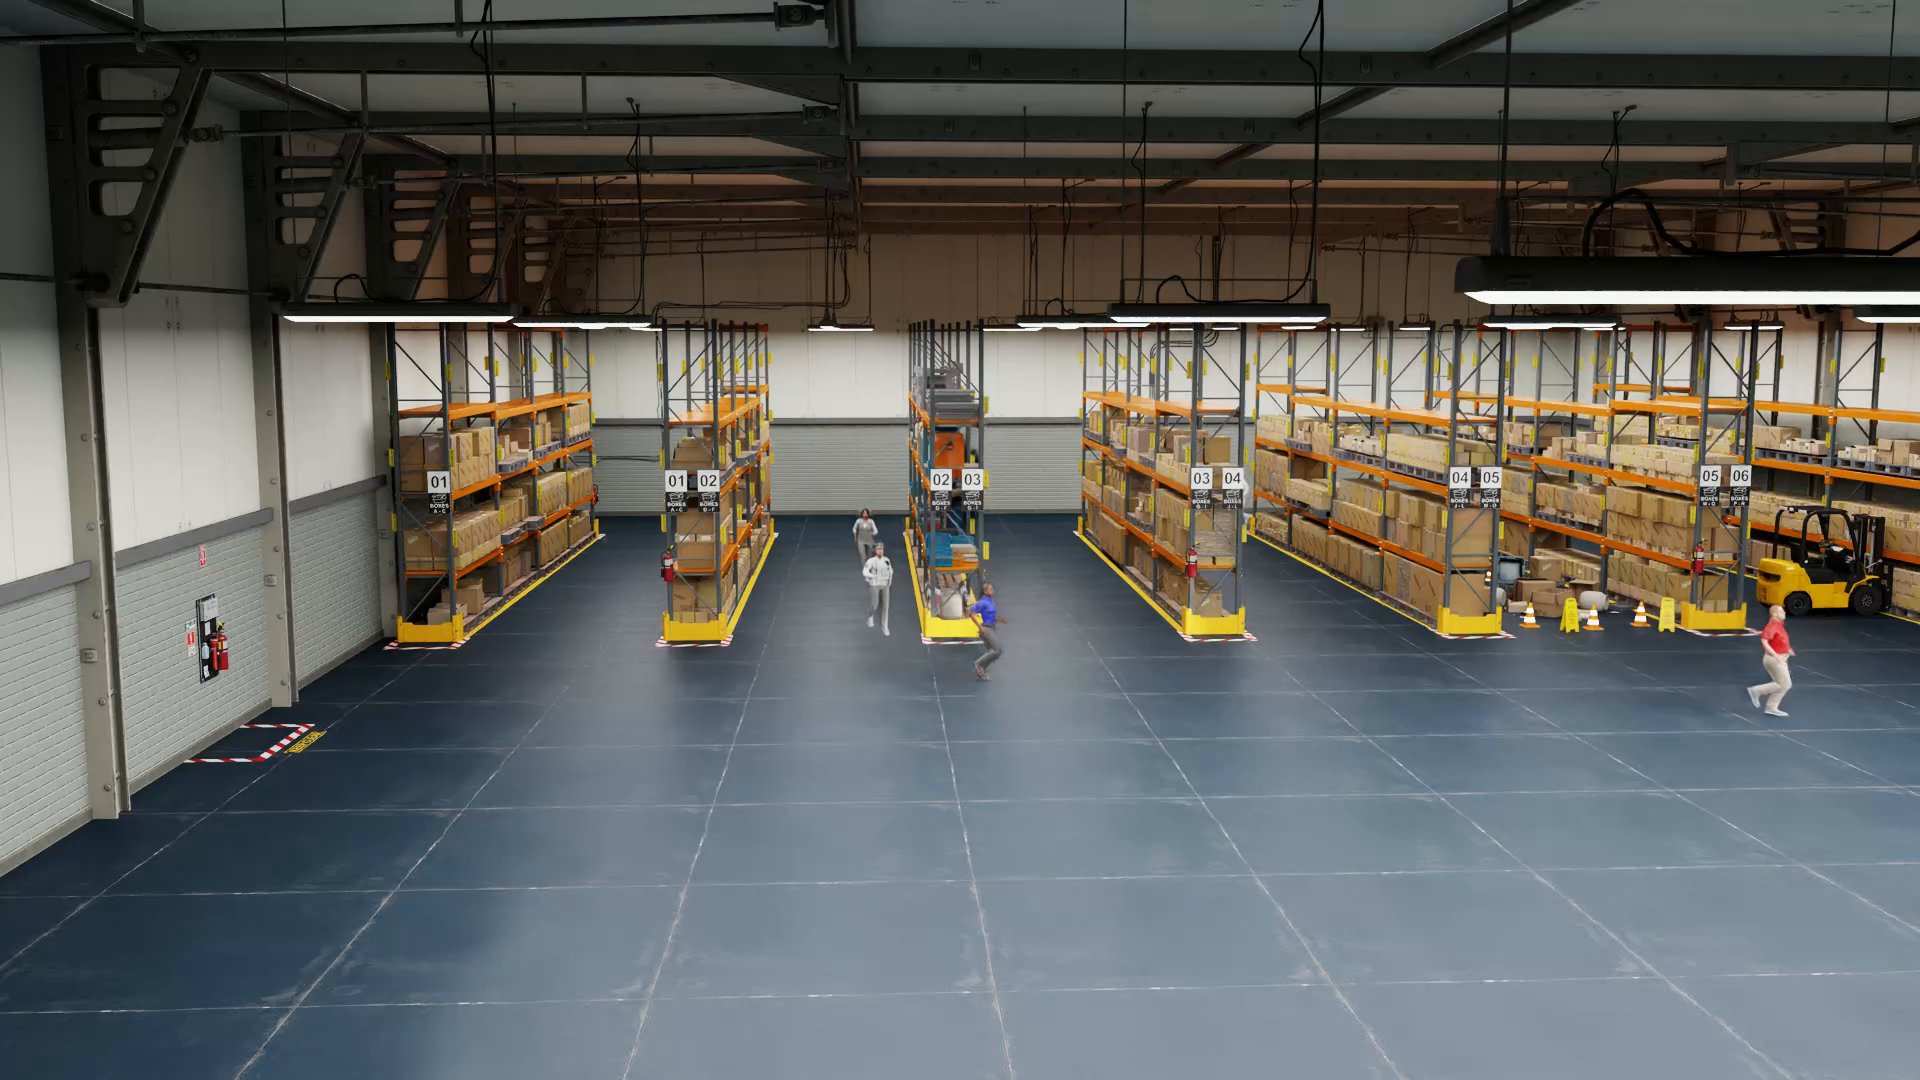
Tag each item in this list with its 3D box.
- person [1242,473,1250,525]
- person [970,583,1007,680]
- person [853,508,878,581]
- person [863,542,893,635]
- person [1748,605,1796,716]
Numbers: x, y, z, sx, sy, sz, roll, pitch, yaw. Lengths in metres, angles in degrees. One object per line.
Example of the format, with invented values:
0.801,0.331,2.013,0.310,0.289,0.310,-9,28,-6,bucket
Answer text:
8.270,-1.162,48.934,0.619,1.711,0.758,-1,7,-6,person
0.508,1.521,27.546,0.568,1.615,0.560,2,7,19,person
-2.118,0.085,36.853,0.493,1.587,0.735,-1,7,-7,person
-1.537,0.900,31.563,0.627,1.722,0.791,-2,7,-17,person
12.237,1.813,25.045,0.599,1.681,0.670,4,8,30,person
